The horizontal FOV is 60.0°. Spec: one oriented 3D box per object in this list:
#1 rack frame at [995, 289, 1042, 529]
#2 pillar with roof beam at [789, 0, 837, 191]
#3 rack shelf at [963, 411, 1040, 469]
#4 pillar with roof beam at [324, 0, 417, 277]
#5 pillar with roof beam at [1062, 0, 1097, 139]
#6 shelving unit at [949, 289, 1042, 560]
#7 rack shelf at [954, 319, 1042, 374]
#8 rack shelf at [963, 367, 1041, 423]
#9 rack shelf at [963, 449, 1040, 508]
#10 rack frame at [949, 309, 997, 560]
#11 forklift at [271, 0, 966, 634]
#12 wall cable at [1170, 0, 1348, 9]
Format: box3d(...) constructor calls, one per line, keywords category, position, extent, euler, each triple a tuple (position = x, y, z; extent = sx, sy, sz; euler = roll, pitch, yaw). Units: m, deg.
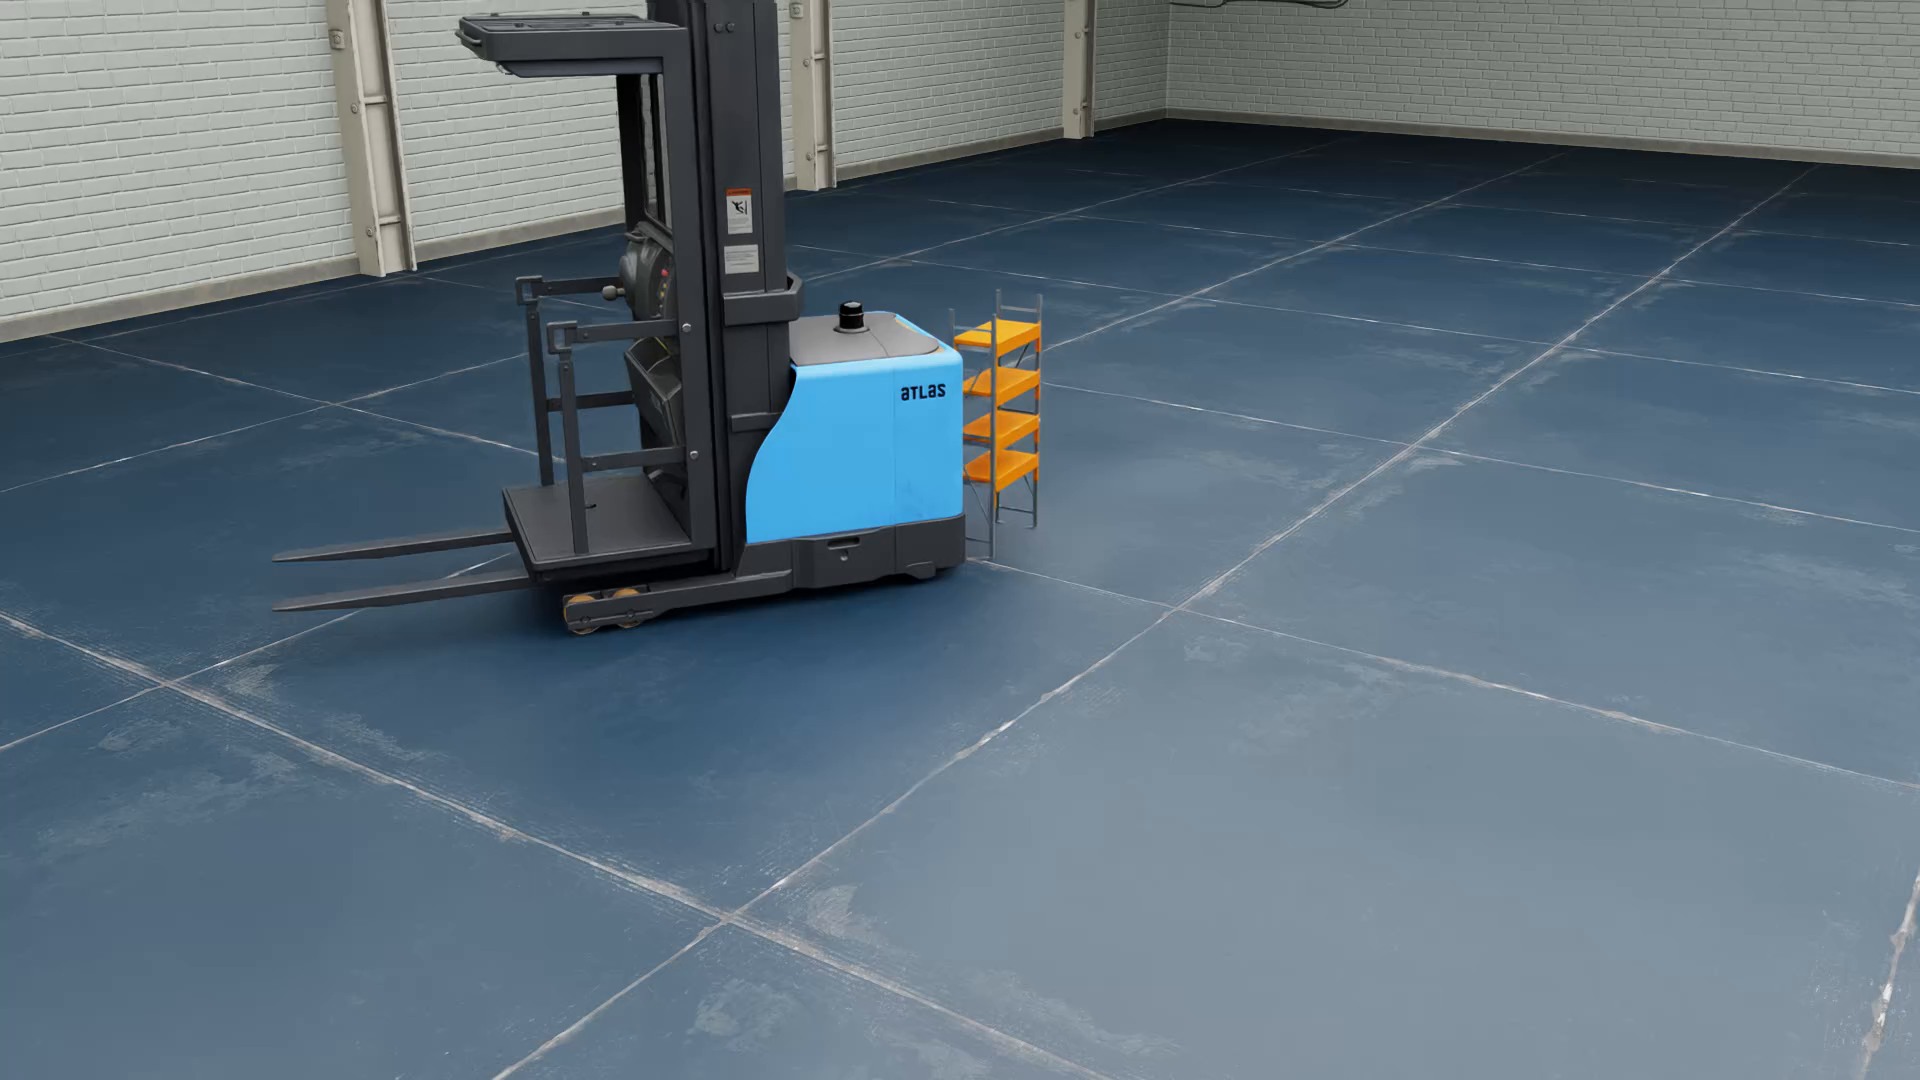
box3d(category="rack frame", position=(0.285, -0.638, 8.260), extent=(0.240, 1.200, 0.015), euler=(10, 23, 26))
box3d(category="pillar with roof beam", position=(1.886, -7.474, 15.499), extent=(9.100, 9.000, 0.400), euler=(13, 24, 32))
box3d(category="rack shelf", position=(0.171, -0.500, 8.081), extent=(0.258, 0.148, 0.480), euler=(10, 23, 26))
box3d(category="pillar with roof beam", position=(-1.487, -5.752, 10.845), extent=(9.100, 9.000, 0.400), euler=(13, 24, 32))
box3d(category="pillar with roof beam", position=(5.259, -9.195, 20.153), extent=(9.100, 9.000, 0.400), euler=(13, 24, 32))
box3d(category="shelving unit", position=(0.171, -0.563, 8.058), extent=(0.258, 1.200, 0.503), euler=(10, 23, 26))
box3d(category="rack shelf", position=(0.171, -0.932, 7.921), extent=(0.258, 0.148, 0.480), euler=(10, 23, 26))
box3d(category="rack shelf", position=(0.171, -0.710, 8.003), extent=(0.258, 0.148, 0.480), euler=(10, 23, 26))
box3d(category="rack shelf", position=(0.171, -0.314, 8.150), extent=(0.258, 0.148, 0.480), euler=(10, 23, 26))
box3d(category="rack frame", position=(0.058, -0.488, 7.855), extent=(0.240, 1.200, 0.015), euler=(10, 23, 26))
box3d(category="forklift", position=(-1.544, -1.176, 7.218), extent=(3.031, 2.935, 1.130), euler=(-8, 22, -20))
box3d(category="wall cable", position=(4.448, -9.166, 24.550), extent=(3.097, 2.526, 0.112), euler=(13, 24, 32))
